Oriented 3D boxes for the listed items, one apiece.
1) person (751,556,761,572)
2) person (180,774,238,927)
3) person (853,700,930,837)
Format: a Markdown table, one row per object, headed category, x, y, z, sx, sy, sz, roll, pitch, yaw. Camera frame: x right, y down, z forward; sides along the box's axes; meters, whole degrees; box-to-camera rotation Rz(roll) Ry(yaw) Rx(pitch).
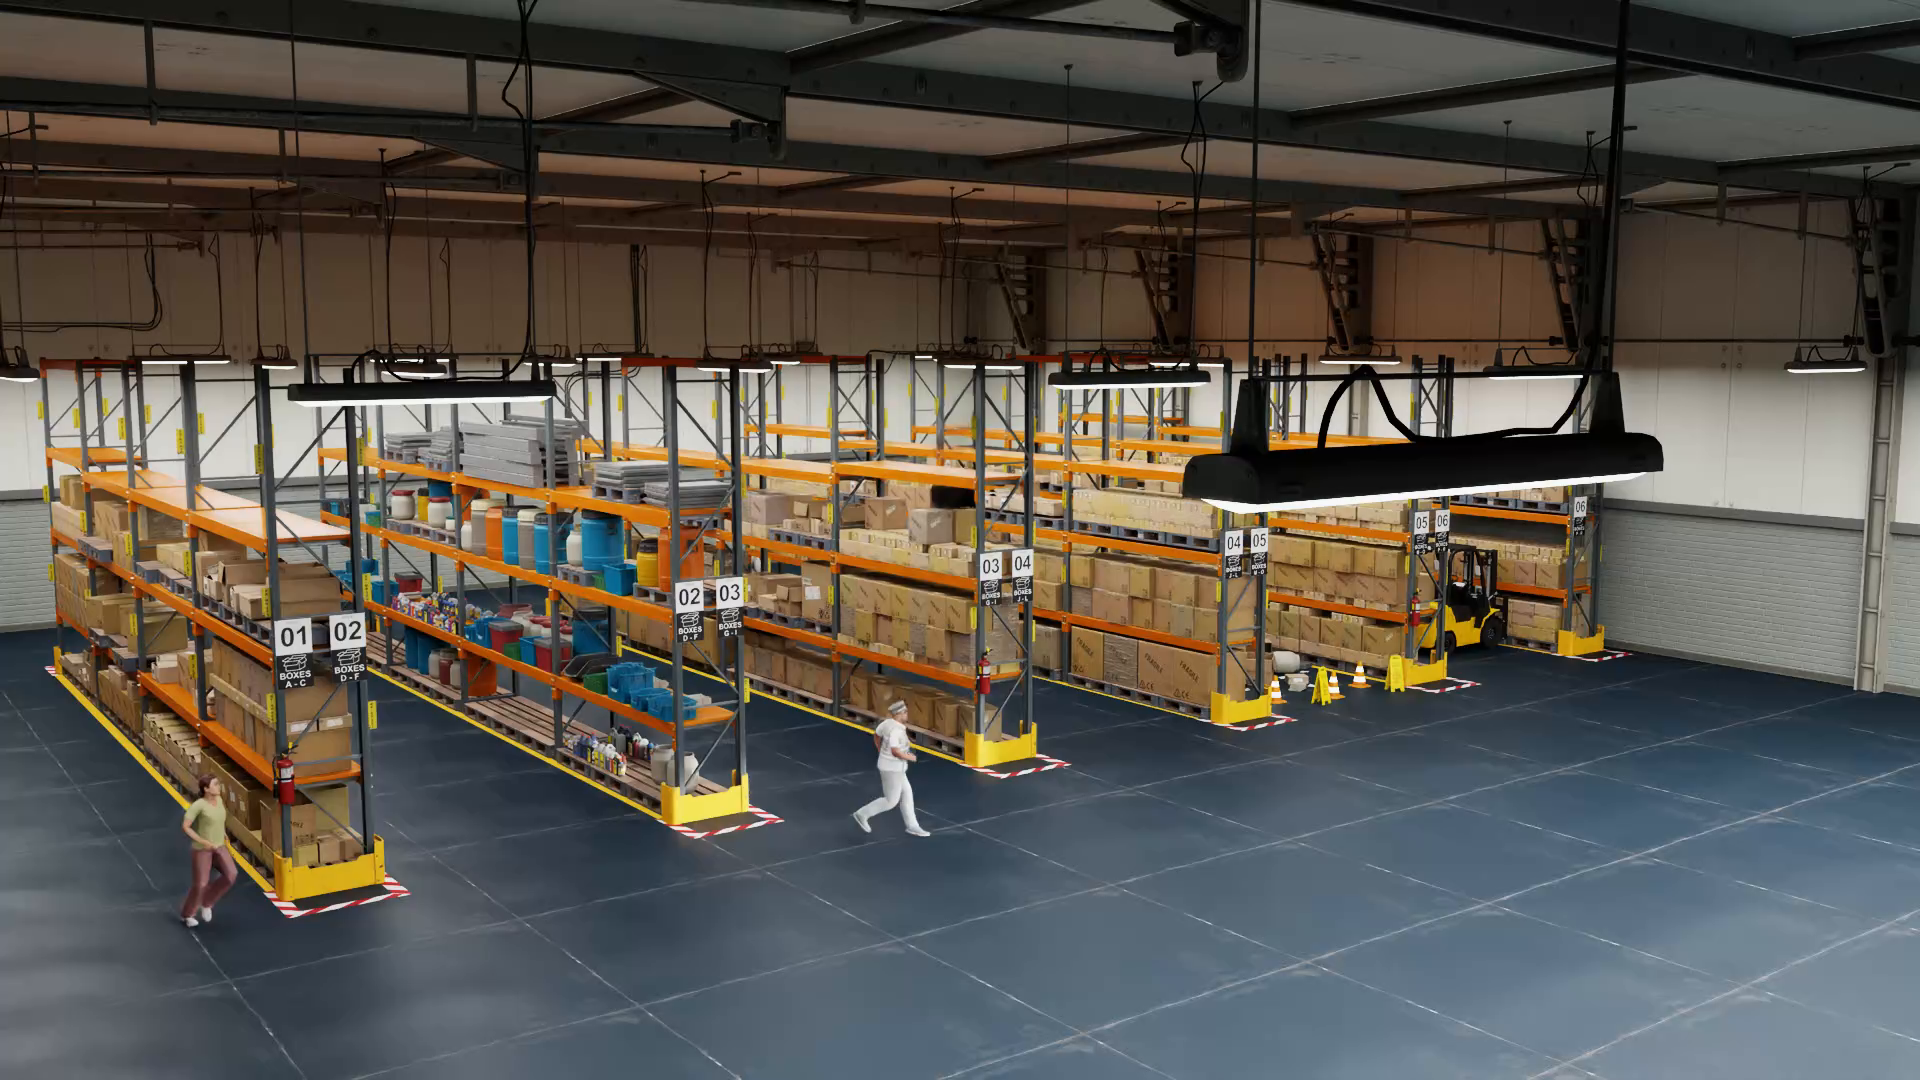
| category | x | y | z | sx | sy | sz | roll | pitch | yaw |
| --- | --- | --- | --- | --- | --- | --- | --- | --- | --- |
| person | -5.243 | 0.370 | 42.266 | 0.642 | 1.747 | 0.649 | 4 | 8 | 27 |
| person | -8.152 | 3.355 | 18.126 | 0.583 | 1.617 | 0.638 | 3 | 8 | 24 |
| person | -0.879 | 2.927 | 21.170 | 1.004 | 1.781 | 0.686 | -1 | 7 | -12 |
